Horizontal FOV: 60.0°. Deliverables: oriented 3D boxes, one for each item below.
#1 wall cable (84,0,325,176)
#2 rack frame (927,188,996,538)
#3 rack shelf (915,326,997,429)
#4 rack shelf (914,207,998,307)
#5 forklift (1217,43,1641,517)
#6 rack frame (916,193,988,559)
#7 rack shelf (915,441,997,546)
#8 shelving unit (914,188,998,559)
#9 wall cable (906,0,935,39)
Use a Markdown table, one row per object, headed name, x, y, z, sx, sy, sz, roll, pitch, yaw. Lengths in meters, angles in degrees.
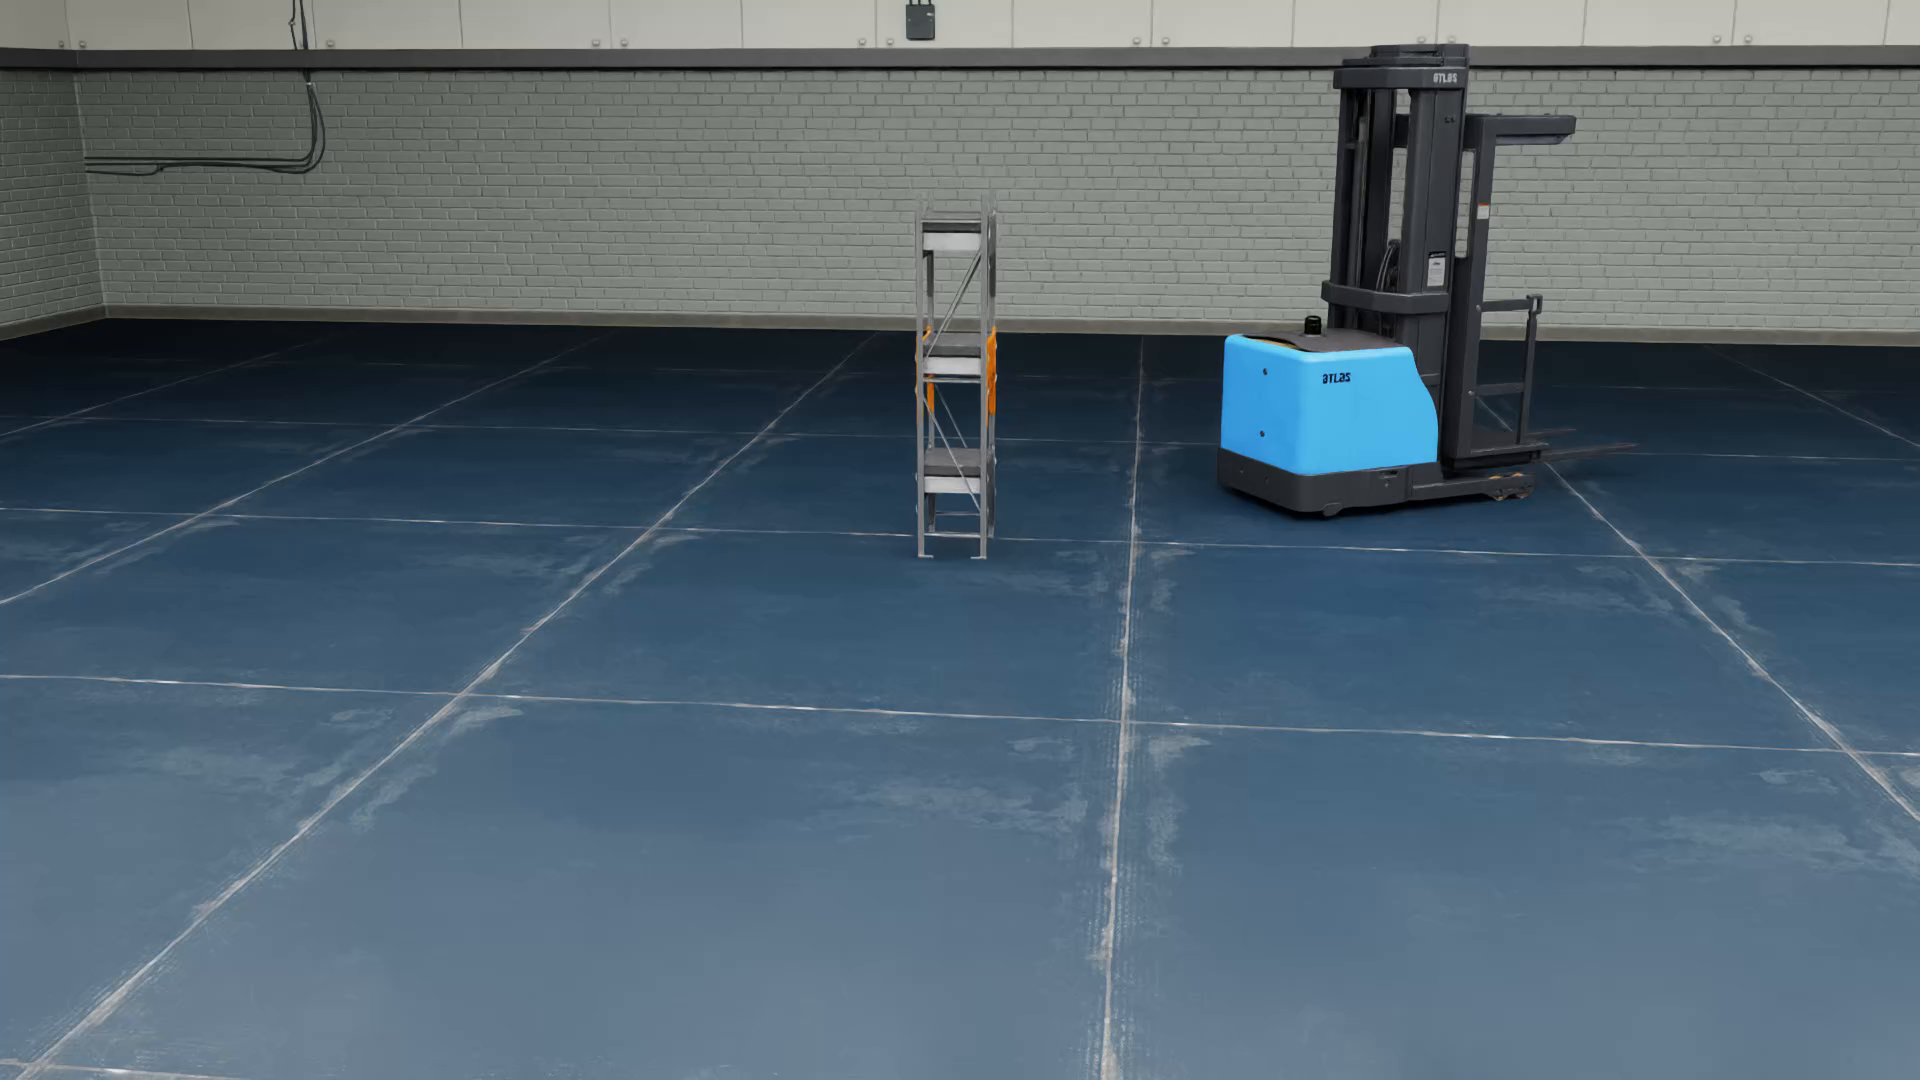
| name | x | y | z | sx | sy | sz | roll | pitch | yaw |
| --- | --- | --- | --- | --- | --- | --- | --- | --- | --- |
| wall cable | -8.867 | -5.476 | 19.124 | 3.097 | 2.526 | 0.112 | 2 | 15 | 6 |
| rack frame | 0.009 | -1.034 | 9.963 | 0.400 | 2.100 | 0.015 | 2 | 15 | 6 |
| rack shelf | -0.019 | -0.957 | 9.733 | 0.431 | 0.518 | 0.480 | 2 | 15 | 6 |
| rack shelf | -0.019 | -1.633 | 9.550 | 0.431 | 0.518 | 0.480 | 2 | 15 | 6 |
| forklift | 3.321 | -1.798 | 11.195 | 3.031 | 2.935 | 1.130 | -7 | 16 | -23 |
| rack frame | -0.046 | -0.907 | 9.495 | 0.400 | 2.100 | 0.015 | 2 | 15 | 6 |
| rack shelf | -0.019 | -0.282 | 9.915 | 0.431 | 0.518 | 0.480 | 2 | 15 | 6 |
| shelving unit | -0.019 | -0.971 | 9.729 | 0.431 | 2.100 | 0.503 | 2 | 15 | 6 |
| wall cable | 0.564 | -8.333 | 17.226 | 2.305 | 6.003 | 0.169 | 2 | 15 | 6 |
